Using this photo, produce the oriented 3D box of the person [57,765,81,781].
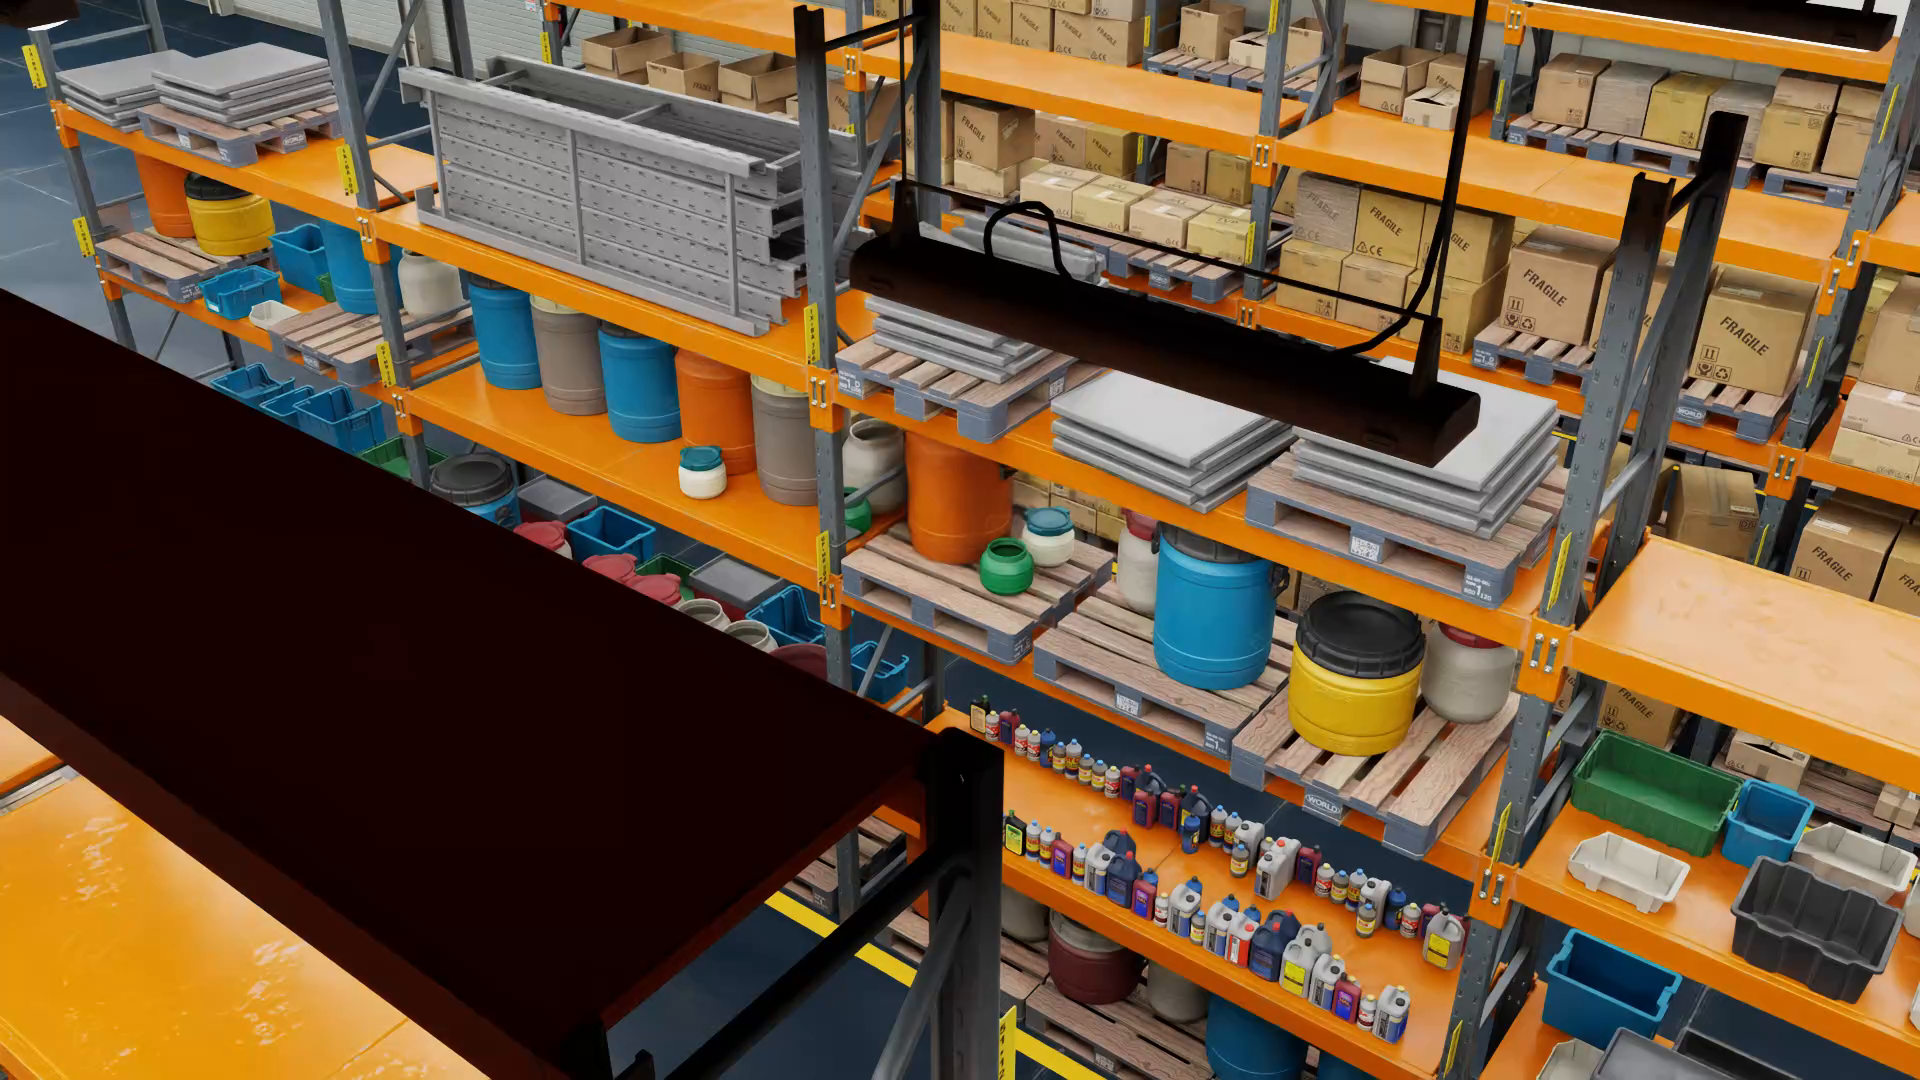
[{"bbox_3d":[-5.588,1.926,10.566,0.500,1.643,0.648,-18,36,-27],"label":"person"}]
